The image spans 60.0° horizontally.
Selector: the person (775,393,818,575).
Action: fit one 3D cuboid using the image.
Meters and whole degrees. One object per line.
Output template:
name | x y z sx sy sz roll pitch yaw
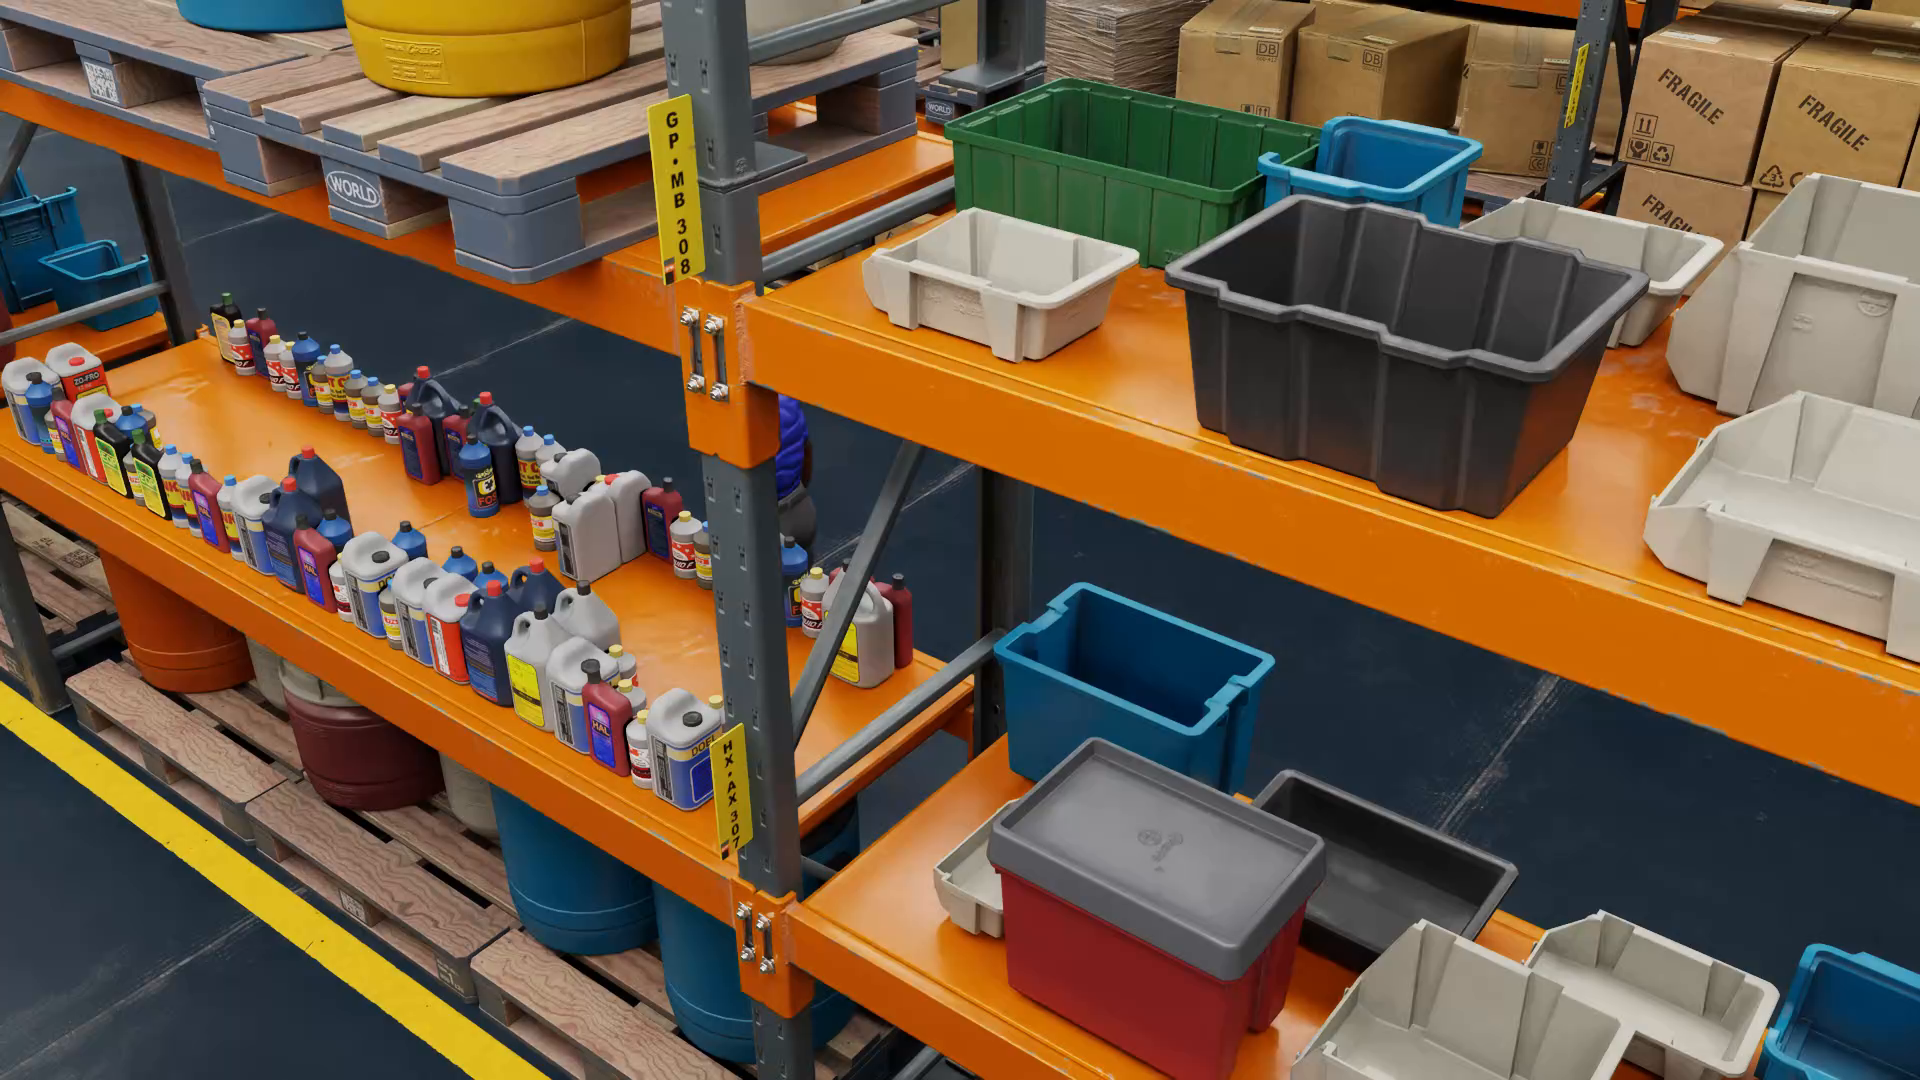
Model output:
person | -0.725 -0.062 6.240 0.348 1.655 0.492 21 37 31
